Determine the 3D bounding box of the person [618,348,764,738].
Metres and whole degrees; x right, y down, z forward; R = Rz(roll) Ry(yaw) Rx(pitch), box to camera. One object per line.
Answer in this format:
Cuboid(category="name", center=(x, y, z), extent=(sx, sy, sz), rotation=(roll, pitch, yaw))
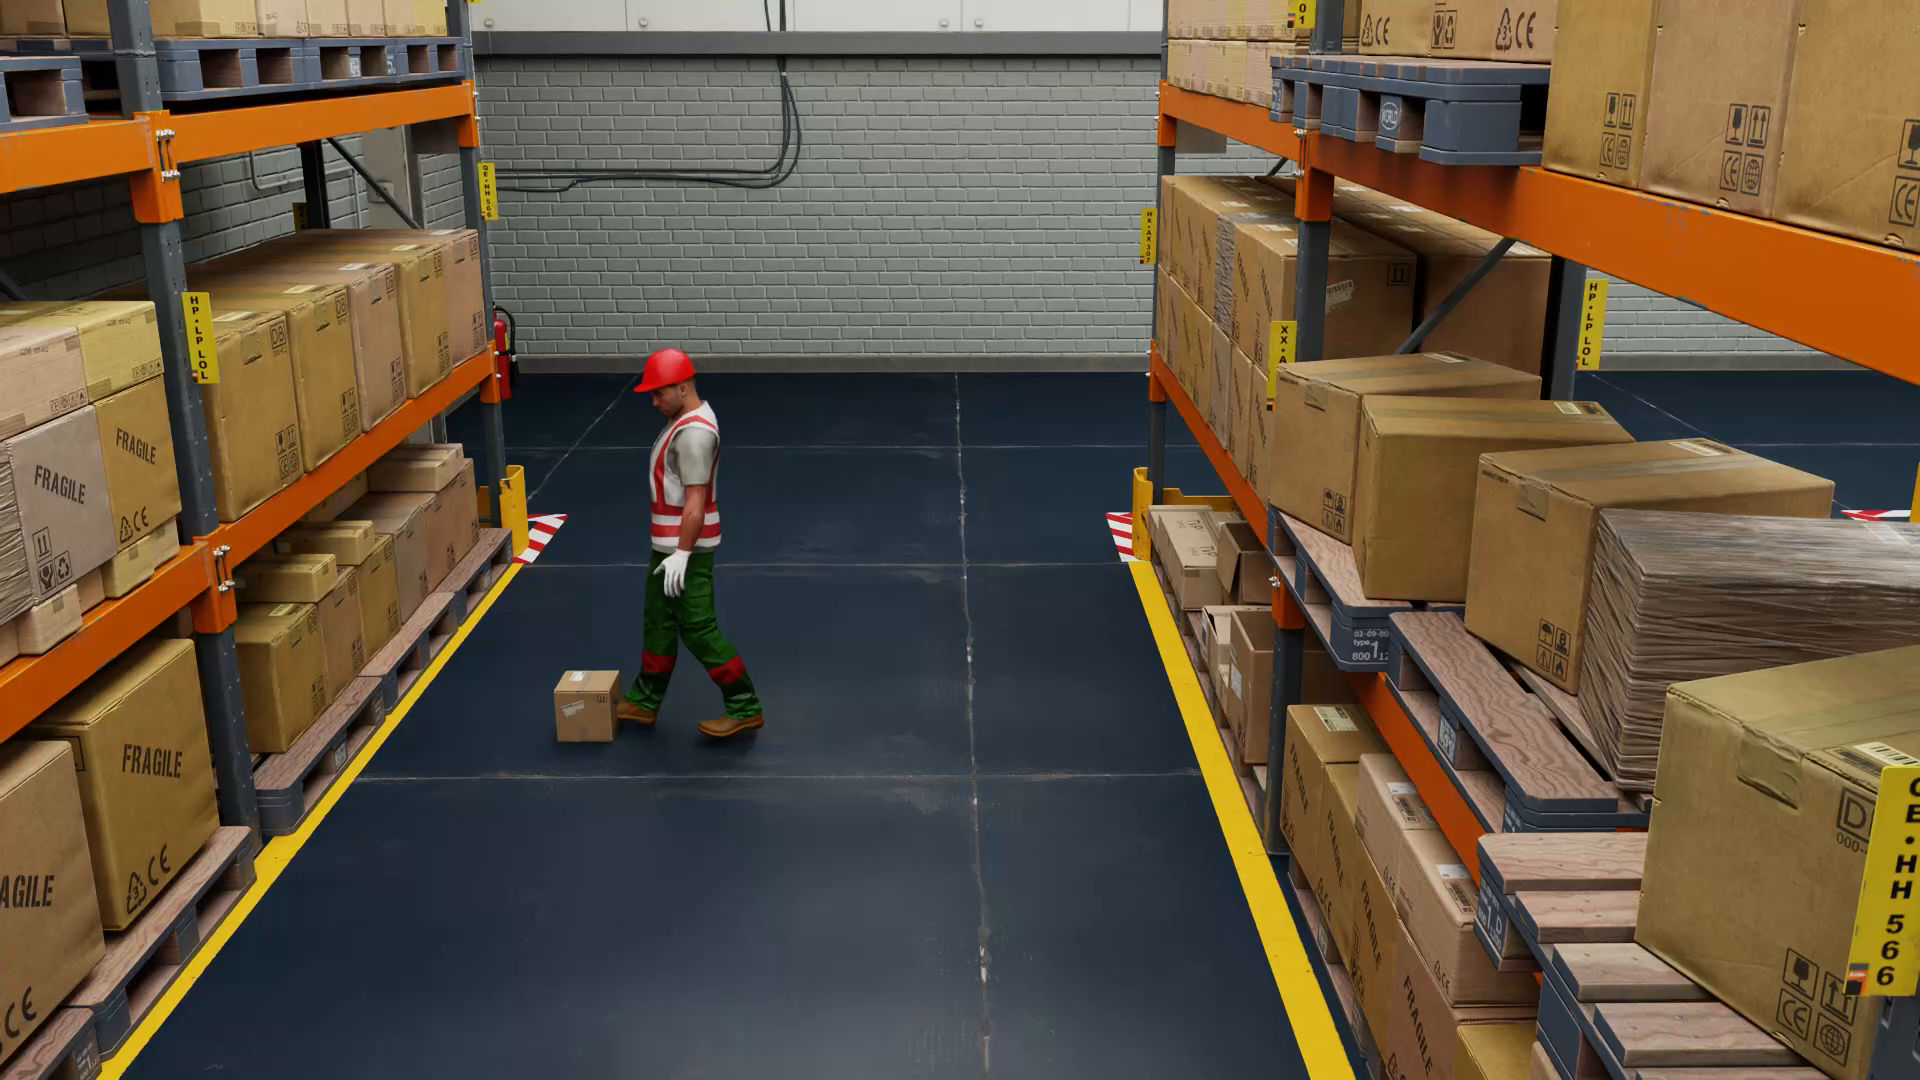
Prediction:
Cuboid(category="person", center=(-1.294, 0.031, 7.386), extent=(0.779, 1.766, 0.603), rotation=(-3, 17, -9))
